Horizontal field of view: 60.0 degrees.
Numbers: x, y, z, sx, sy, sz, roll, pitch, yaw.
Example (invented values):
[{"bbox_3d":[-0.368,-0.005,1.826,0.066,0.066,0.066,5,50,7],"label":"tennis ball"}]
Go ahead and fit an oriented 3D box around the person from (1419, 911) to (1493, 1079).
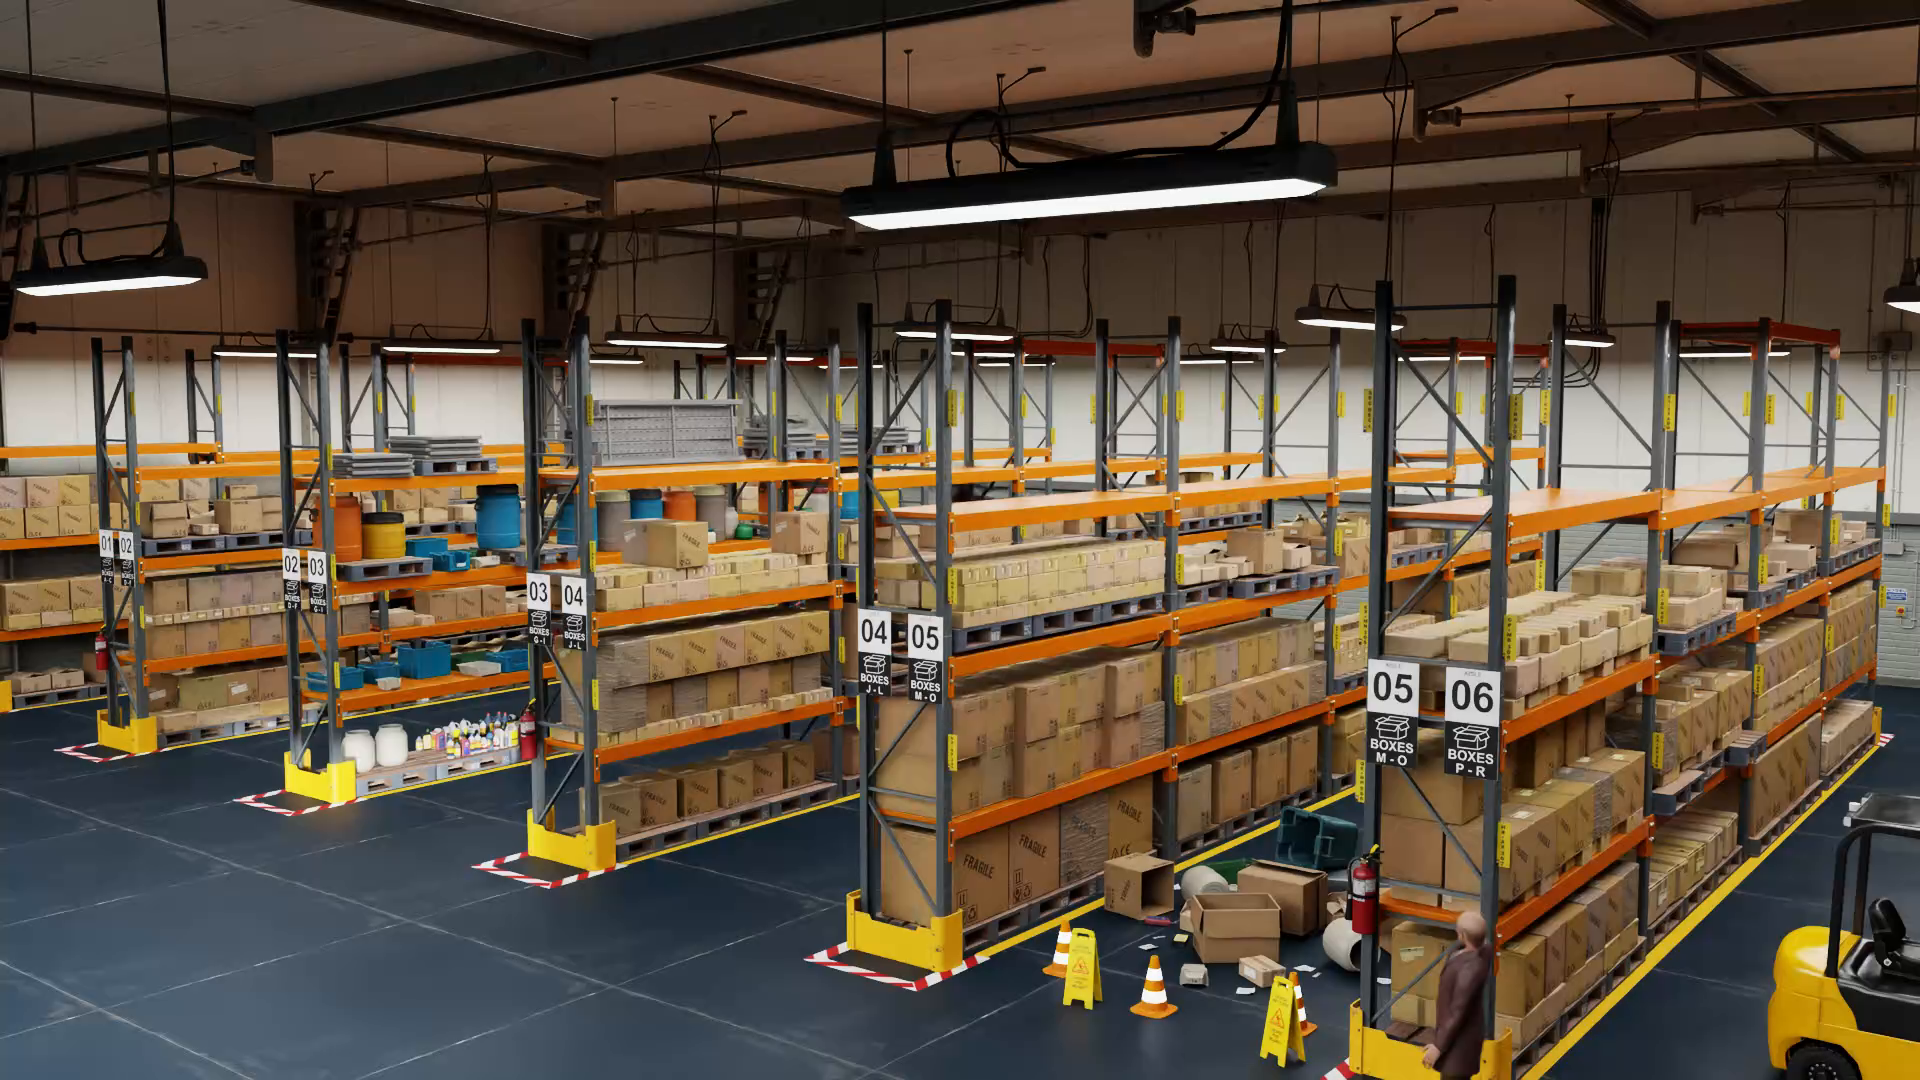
[{"bbox_3d":[3.319,3.326,11.161,0.473,1.802,0.691,2,5,25],"label":"person"}]
